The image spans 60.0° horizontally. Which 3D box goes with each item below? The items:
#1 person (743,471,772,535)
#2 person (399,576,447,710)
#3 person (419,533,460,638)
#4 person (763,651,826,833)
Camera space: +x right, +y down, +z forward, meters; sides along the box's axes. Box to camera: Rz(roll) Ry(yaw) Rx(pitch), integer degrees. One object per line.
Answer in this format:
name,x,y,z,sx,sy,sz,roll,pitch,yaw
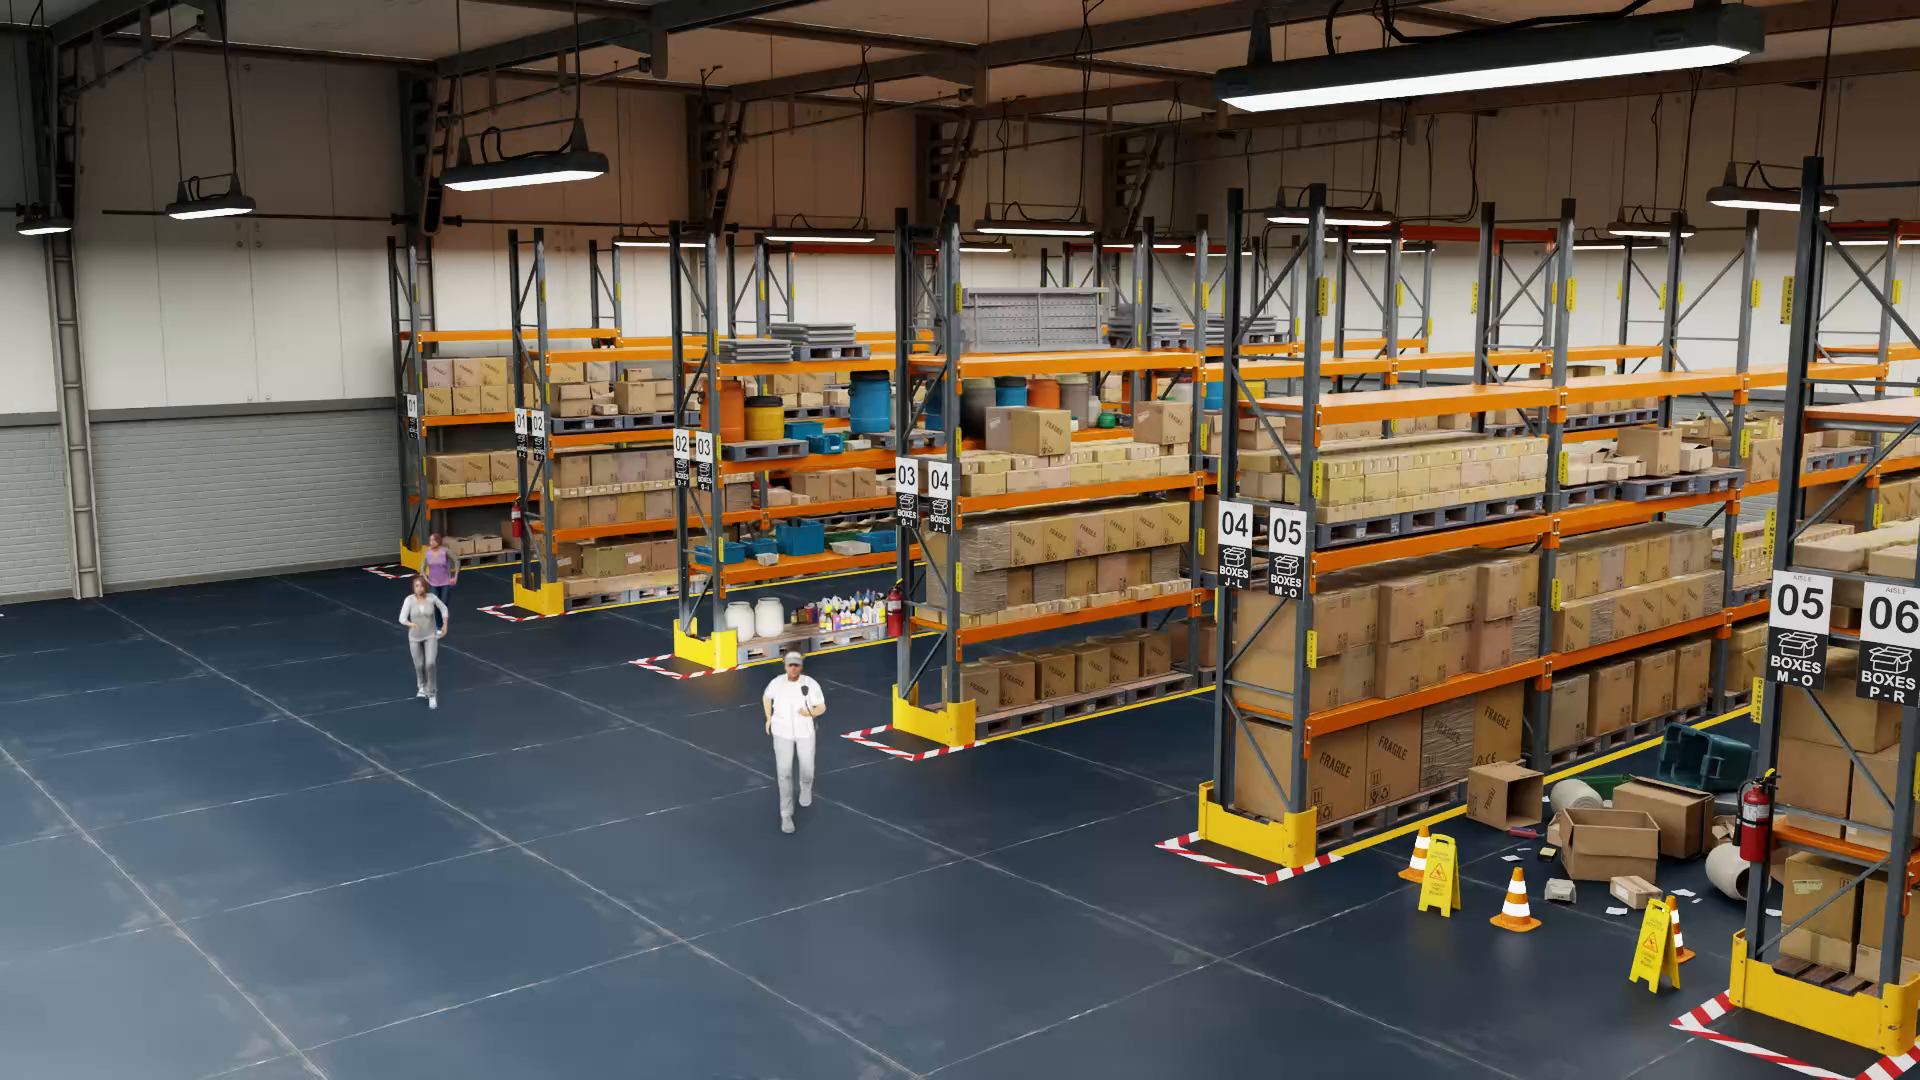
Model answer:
person,-3.813,-0.510,31.526,0.627,1.767,0.826,6,11,36
person,-6.593,1.258,20.460,0.555,1.662,0.707,-2,9,-13
person,-7.643,0.667,24.442,0.566,1.565,0.605,-1,9,-6
person,-1.594,1.882,16.016,0.606,1.654,0.942,-1,9,-5
